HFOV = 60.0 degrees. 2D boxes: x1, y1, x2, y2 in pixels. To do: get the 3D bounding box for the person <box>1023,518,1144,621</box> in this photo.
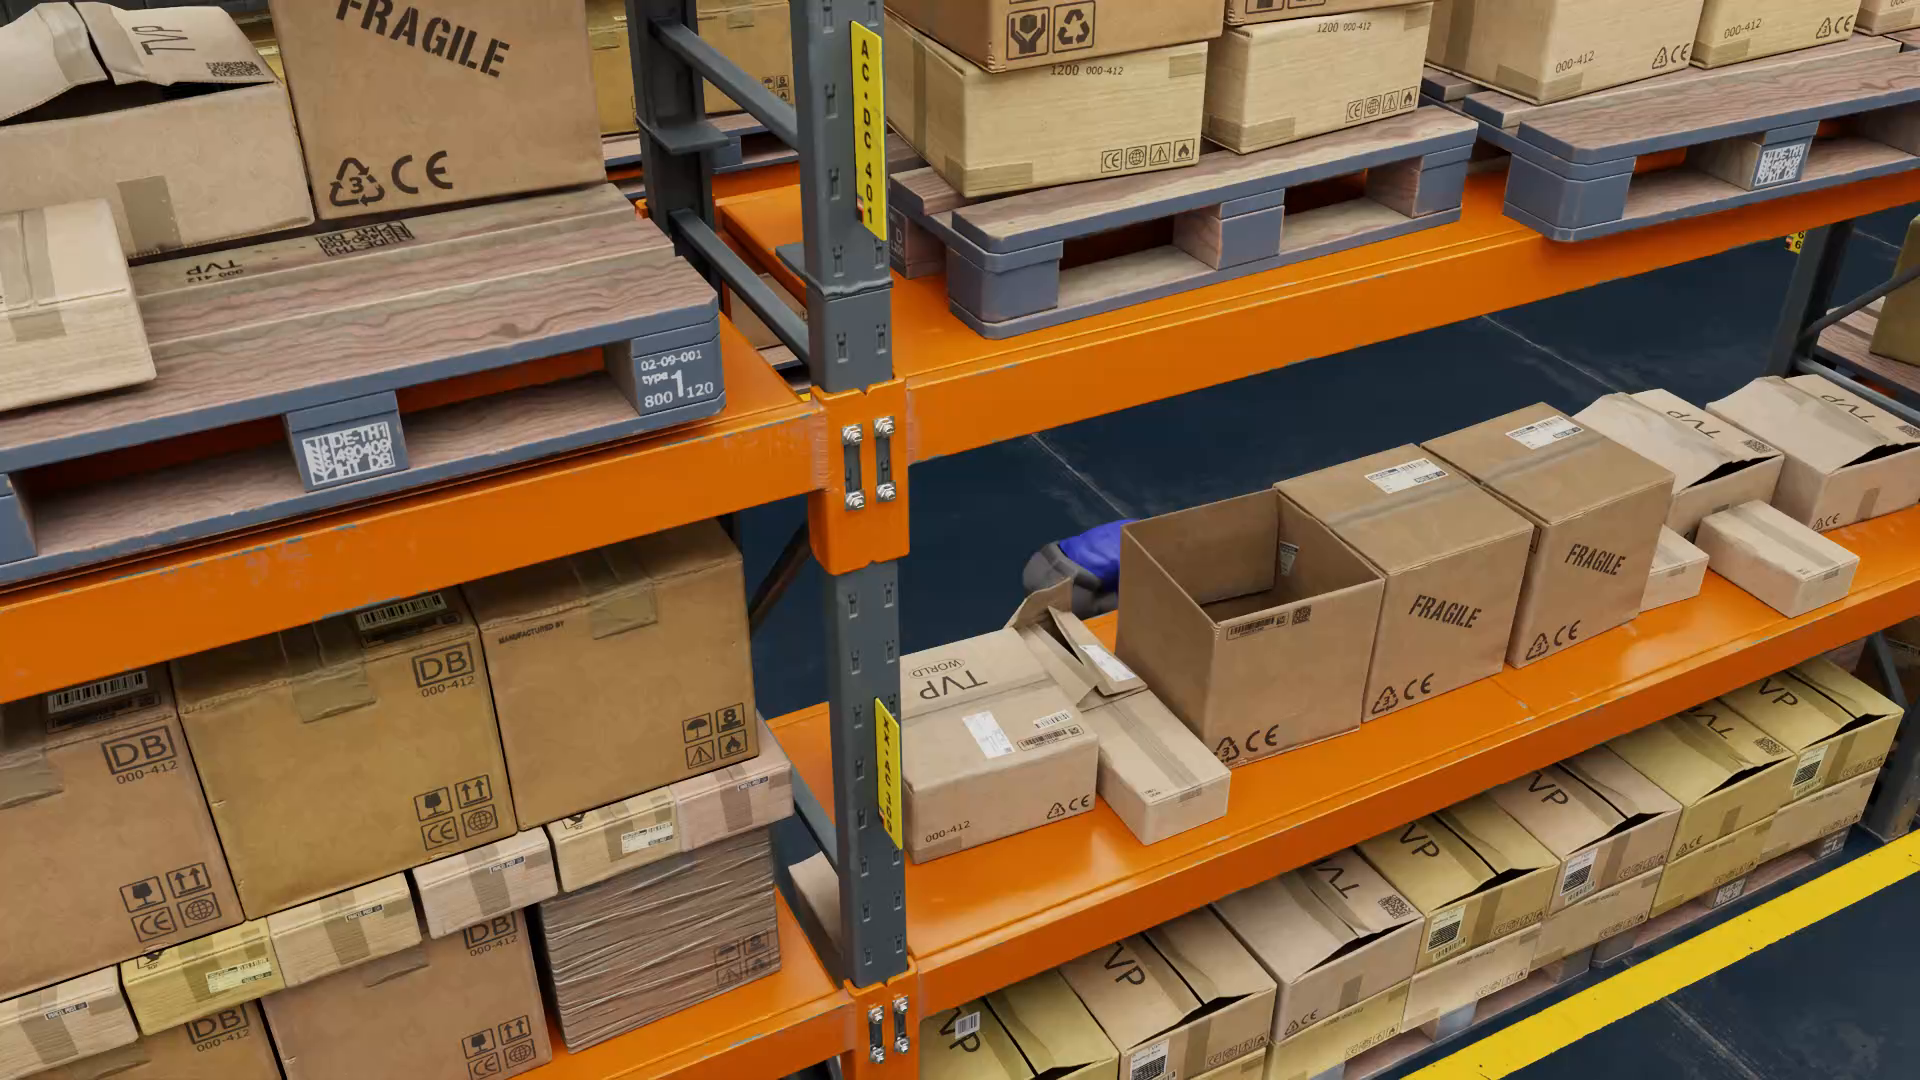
[{"bbox_3d":[0.649,0.289,6.517,0.871,0.793,0.458,-17,37,-24],"label":"person"}]
